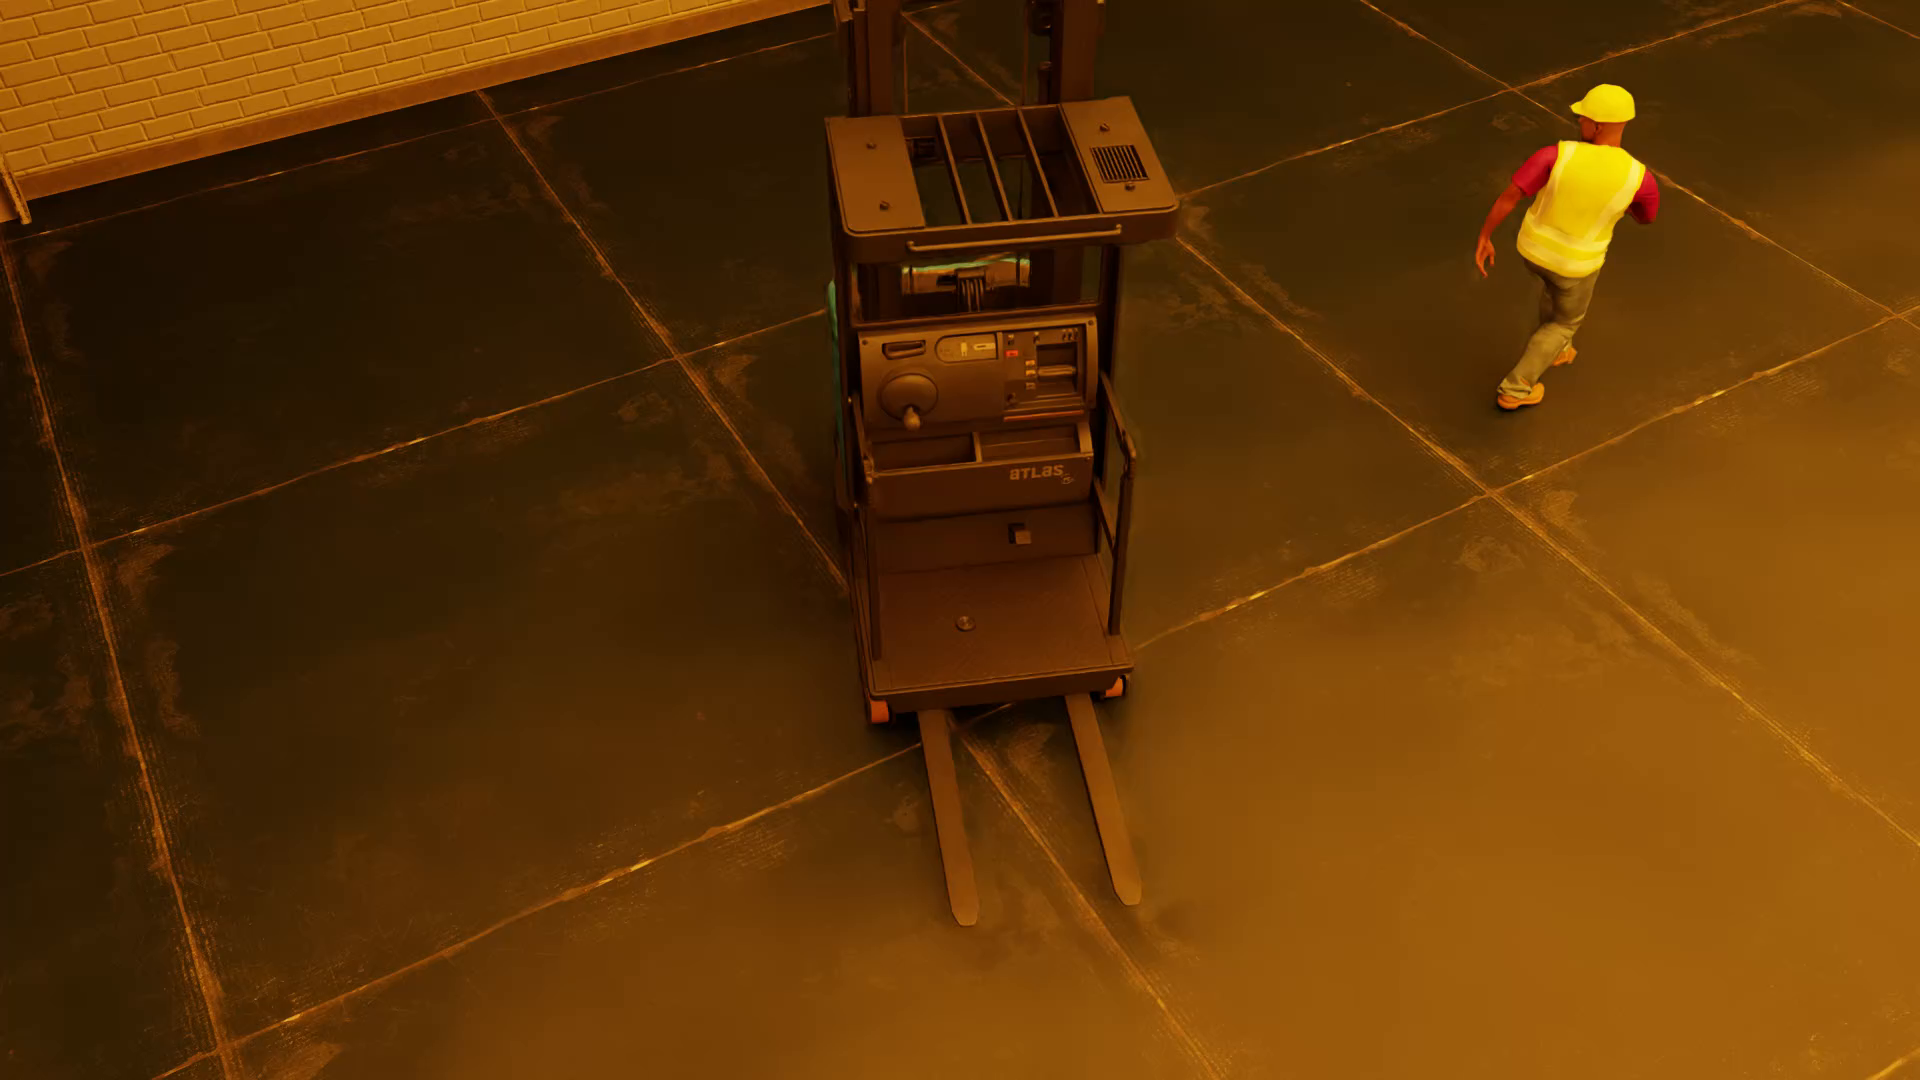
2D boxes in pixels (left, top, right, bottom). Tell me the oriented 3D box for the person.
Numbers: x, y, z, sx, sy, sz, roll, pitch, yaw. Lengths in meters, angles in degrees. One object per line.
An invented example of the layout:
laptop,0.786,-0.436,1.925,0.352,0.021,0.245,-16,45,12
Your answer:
person,2.992,-1.415,8.163,0.936,1.738,0.604,-34,53,-31

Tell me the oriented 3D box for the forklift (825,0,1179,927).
forklift,0.109,-0.563,6.305,1.130,2.935,3.031,-6,43,-6
